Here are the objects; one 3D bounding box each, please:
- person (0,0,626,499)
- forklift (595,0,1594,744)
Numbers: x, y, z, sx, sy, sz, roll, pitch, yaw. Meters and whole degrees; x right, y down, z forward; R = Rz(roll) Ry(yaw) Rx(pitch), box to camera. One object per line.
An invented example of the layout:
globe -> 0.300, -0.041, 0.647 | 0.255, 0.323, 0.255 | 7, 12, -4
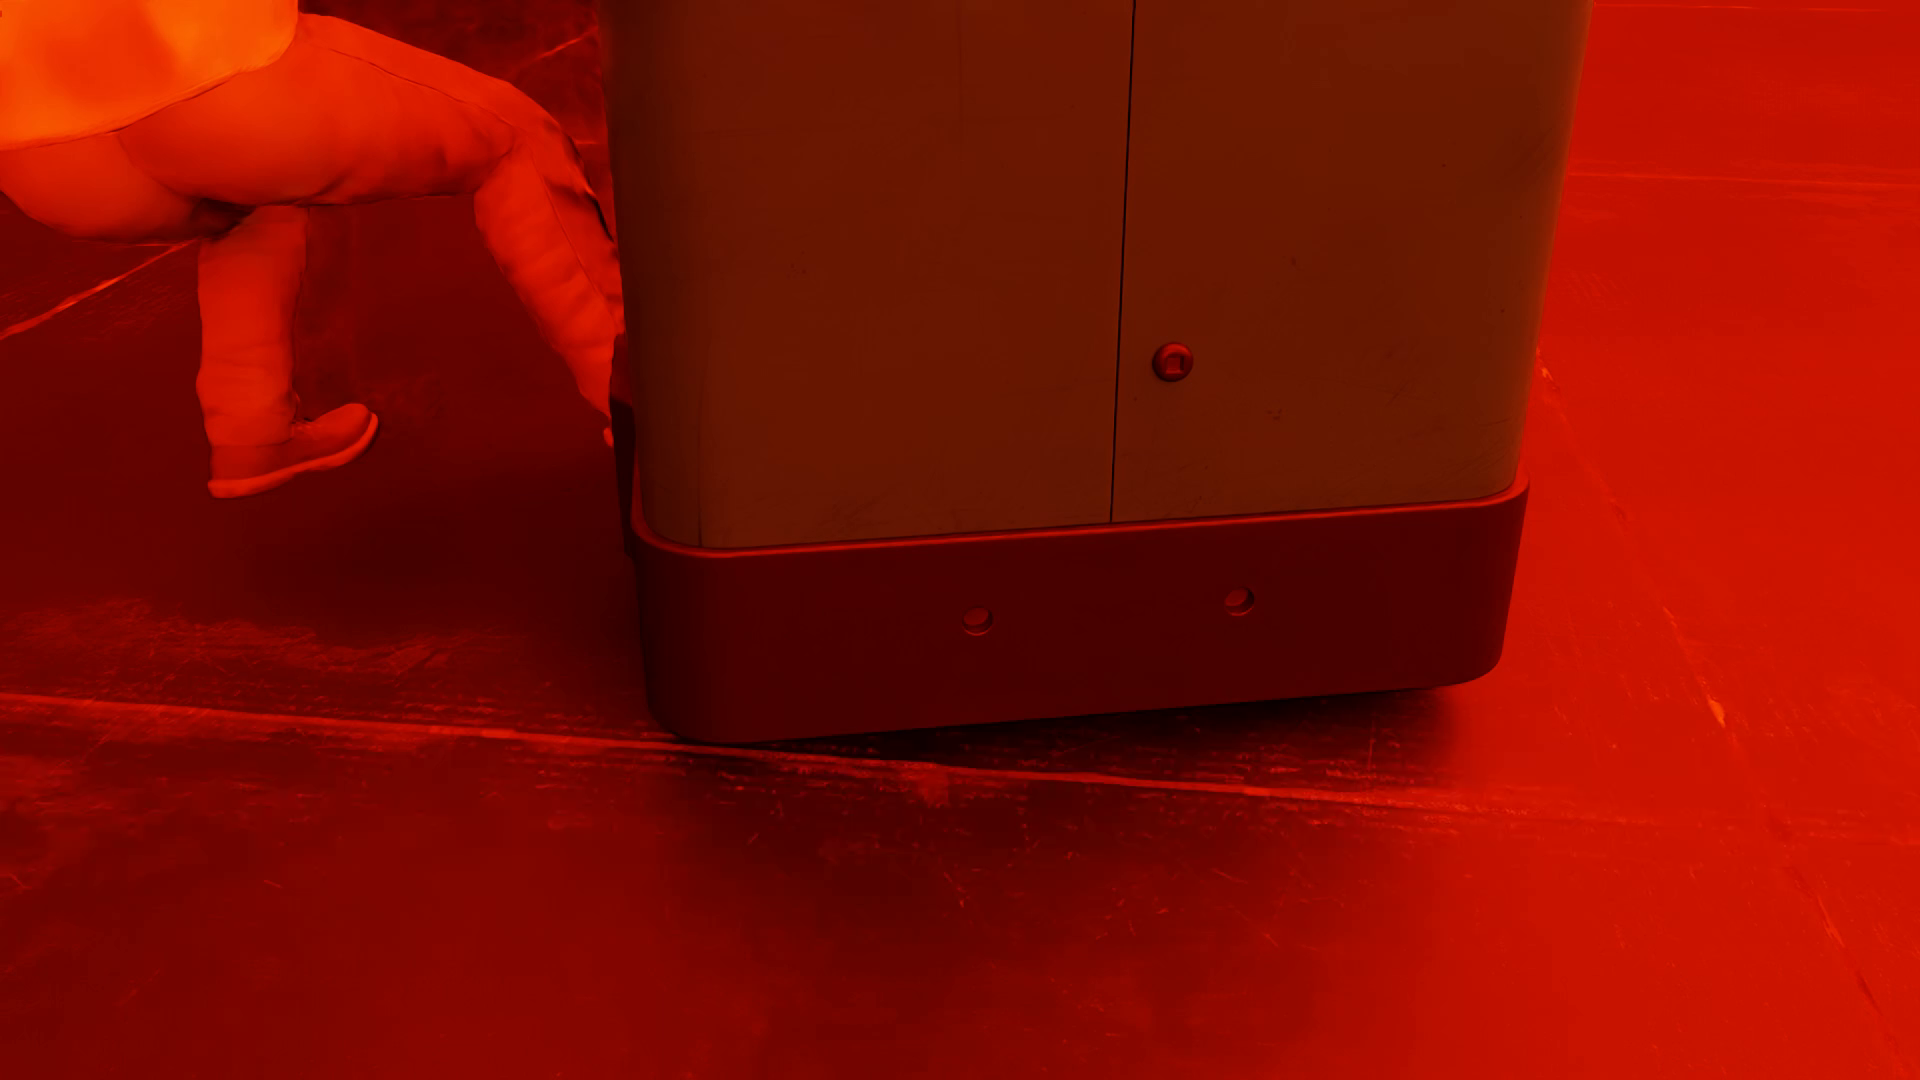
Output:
person -> -1.048, -0.708, 2.218 | 1.530, 1.346, 0.787 | -1, 27, -2
forklift -> -0.055, -1.713, 2.651 | 1.130, 2.935, 3.031 | -4, 27, -8
